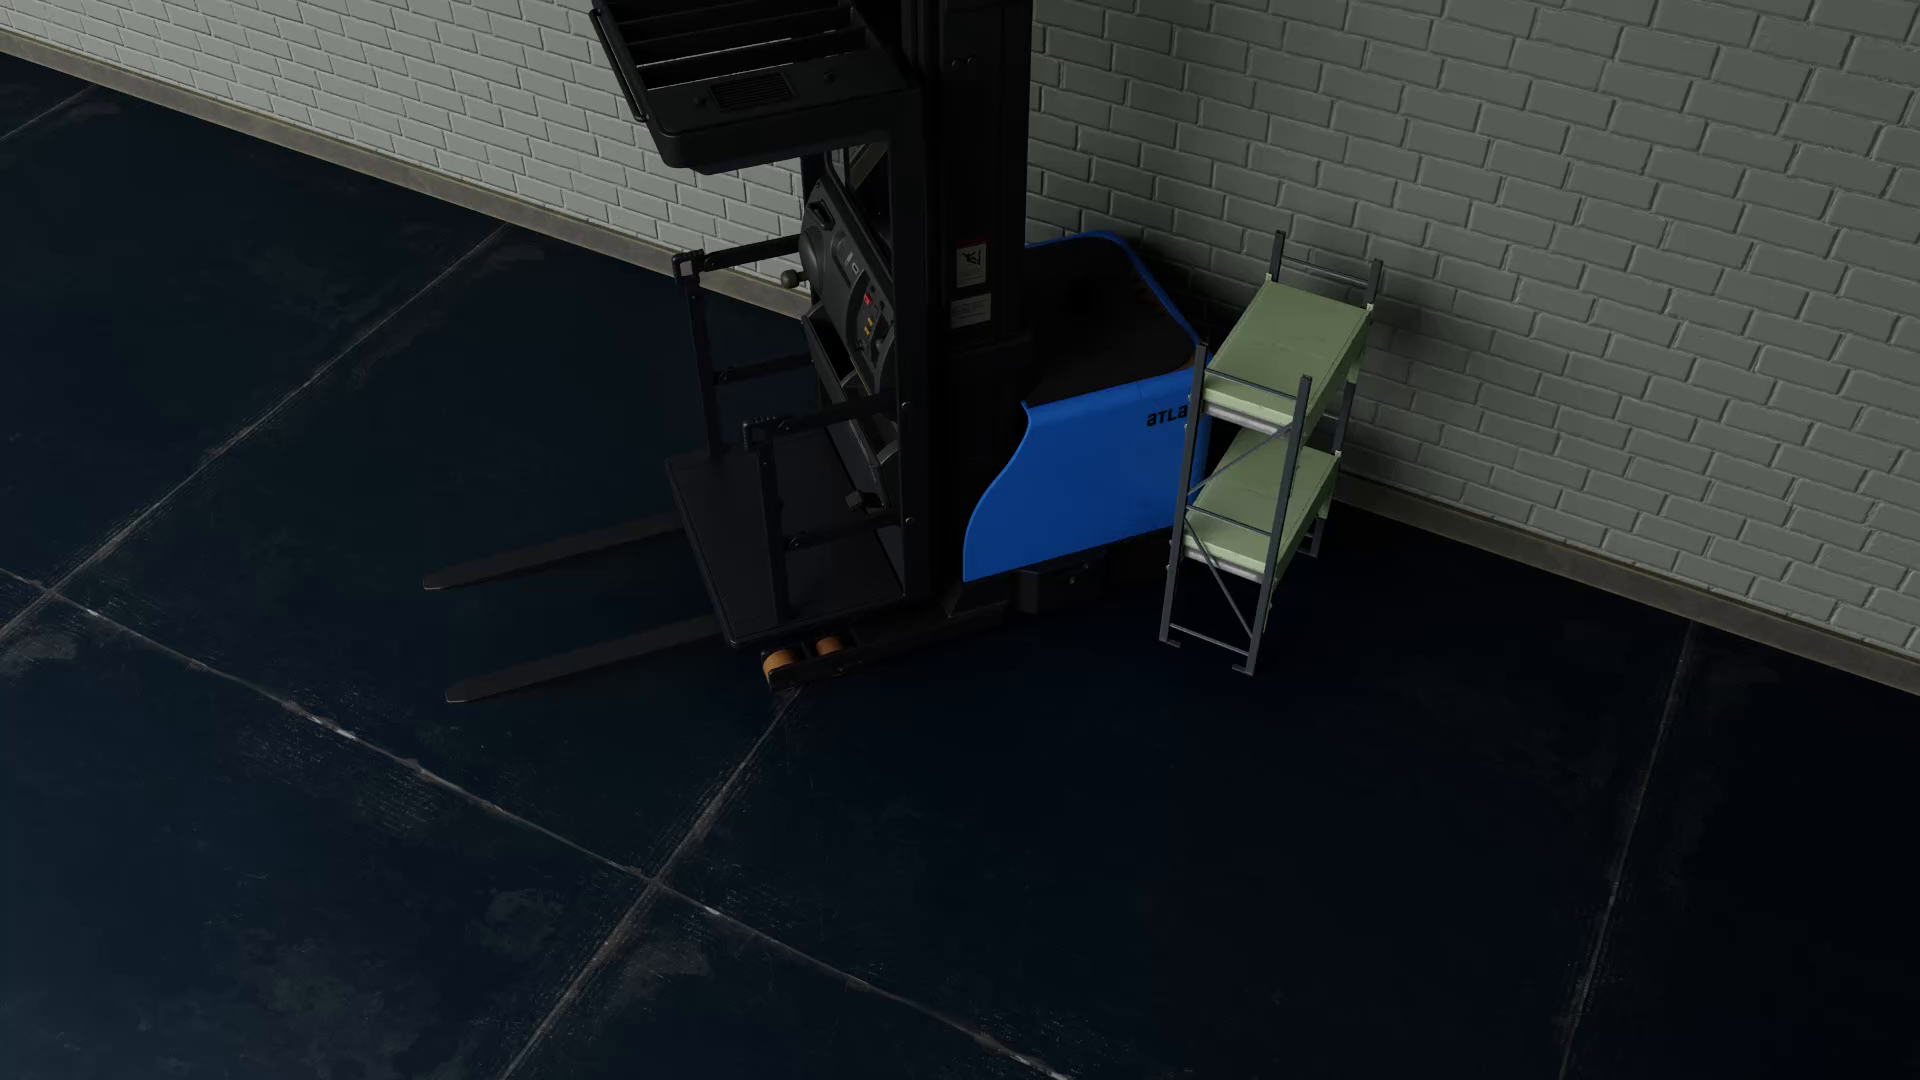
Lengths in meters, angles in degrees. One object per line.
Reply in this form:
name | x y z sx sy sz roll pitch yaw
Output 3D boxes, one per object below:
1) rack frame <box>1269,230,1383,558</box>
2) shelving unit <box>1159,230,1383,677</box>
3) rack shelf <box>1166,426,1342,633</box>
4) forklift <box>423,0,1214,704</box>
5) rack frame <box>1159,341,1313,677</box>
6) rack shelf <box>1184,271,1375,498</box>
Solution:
rack frame | 1.322 -0.525 6.495 0.400 1.500 0.023 21 49 20
shelving unit | 1.149 -0.296 6.268 0.431 1.500 0.755 21 49 20
rack shelf | 1.149 -0.067 6.500 0.431 0.370 0.720 21 49 20
forklift | -0.587 -0.874 5.833 3.031 2.935 1.130 -15 47 -14
rack frame | 0.975 -0.067 6.042 0.400 1.500 0.023 21 49 20
rack shelf | 1.149 -0.571 5.991 0.431 0.370 0.720 21 49 20
